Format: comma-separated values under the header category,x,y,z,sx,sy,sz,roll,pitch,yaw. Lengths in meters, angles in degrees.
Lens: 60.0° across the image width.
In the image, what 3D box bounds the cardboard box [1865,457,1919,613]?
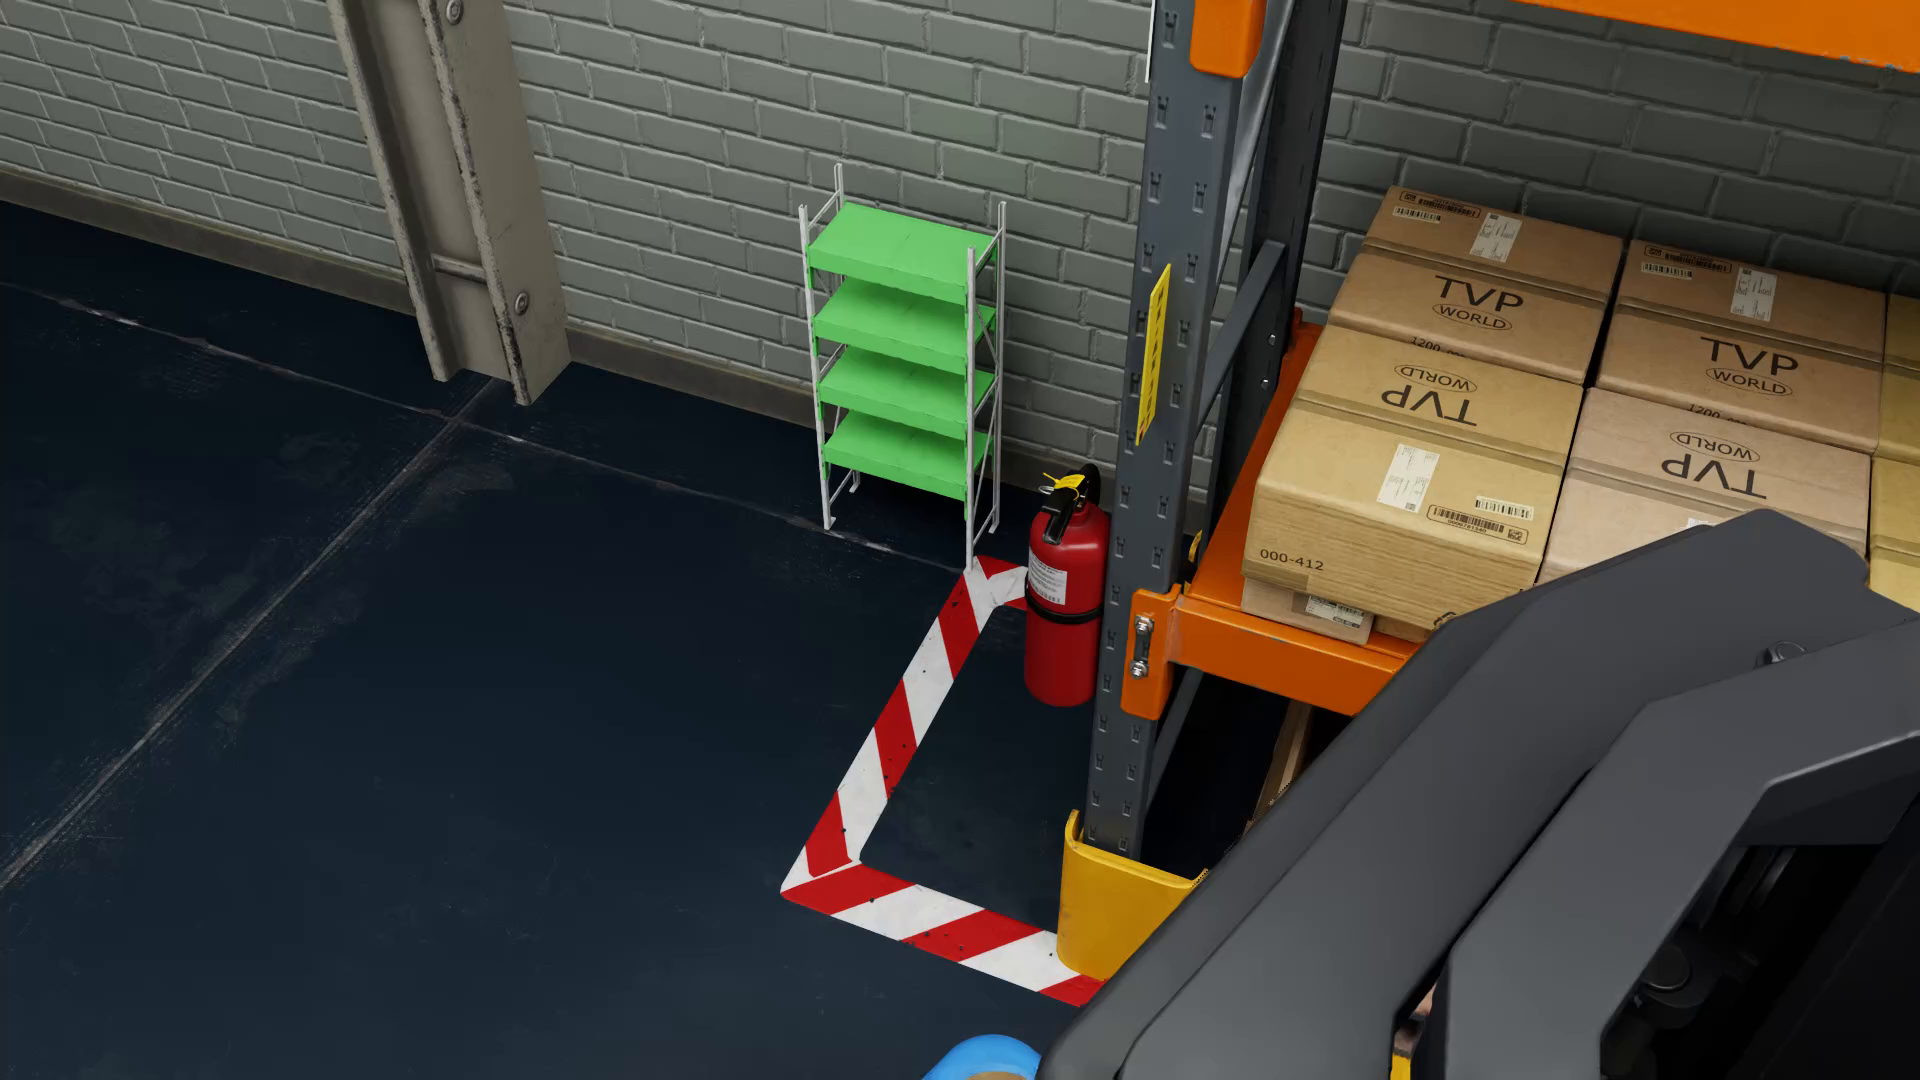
category,x,y,z,sx,sy,sz,roll,pitch,yaw
cardboard box,1.786,0.161,2.857,0.500,0.250,0.500,16,47,15

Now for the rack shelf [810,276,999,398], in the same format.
category,x,y,z,sx,sy,sz,roll,pitch,yaw
rack shelf,-0.153,-0.595,4.748,0.480,0.148,0.258,16,47,16

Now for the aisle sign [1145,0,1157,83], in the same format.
category,x,y,z,sx,sy,sz,roll,pitch,yaw
aisle sign,0.361,-1.106,2.392,0.004,0.787,0.394,16,47,16

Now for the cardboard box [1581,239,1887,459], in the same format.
category,x,y,z,sx,sy,sz,roll,pitch,yaw
cardboard box,1.539,-0.317,3.337,0.500,0.250,0.500,17,47,16

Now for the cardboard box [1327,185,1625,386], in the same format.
category,x,y,z,sx,sy,sz,roll,pitch,yaw
cardboard box,1.064,-0.457,3.478,0.500,0.250,0.500,18,48,17

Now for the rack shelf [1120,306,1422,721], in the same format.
category,x,y,z,sx,sy,sz,roll,pitch,yaw
rack shelf,2.383,0.441,3.190,4.000,0.370,1.077,16,47,16

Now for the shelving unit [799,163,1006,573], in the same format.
category,x,y,z,sx,sy,sz,roll,pitch,yaw
shelving unit,-0.153,-0.470,4.872,0.503,1.200,0.258,16,47,16

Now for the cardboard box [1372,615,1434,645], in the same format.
category,x,y,z,sx,sy,sz,roll,pitch,yaw
cardboard box,0.987,0.039,3.263,0.250,0.149,0.380,17,47,17

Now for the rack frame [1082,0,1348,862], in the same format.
category,x,y,z,sx,sy,sz,roll,pitch,yaw
rack frame,0.537,-0.357,3.482,0.127,3.000,1.000,16,47,16

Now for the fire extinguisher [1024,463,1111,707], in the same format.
category,x,y,z,sx,sy,sz,roll,pitch,yaw
fire extinguisher,0.223,0.063,3.379,0.183,0.674,0.296,16,47,16

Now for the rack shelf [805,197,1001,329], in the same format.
category,x,y,z,sx,sy,sz,roll,pitch,yaw
rack shelf,-0.153,-0.765,4.579,0.480,0.148,0.258,16,47,16

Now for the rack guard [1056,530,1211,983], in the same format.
category,x,y,z,sx,sy,sz,roll,pitch,yaw
rack guard,0.607,0.549,4.343,0.348,0.500,1.175,16,47,16

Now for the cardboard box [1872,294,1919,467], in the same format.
category,x,y,z,sx,sy,sz,roll,pitch,yaw
cardboard box,1.994,-0.179,3.199,0.500,0.250,0.500,18,48,17

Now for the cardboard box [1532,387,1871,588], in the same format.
category,x,y,z,sx,sy,sz,roll,pitch,yaw
cardboard box,1.317,0.026,2.993,0.500,0.250,0.500,17,47,16

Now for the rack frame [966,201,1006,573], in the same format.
category,x,y,z,sx,sy,sz,roll,pitch,yaw
rack frame,0.072,-0.404,4.805,0.015,1.200,0.240,16,47,16

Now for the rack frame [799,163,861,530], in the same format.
category,x,y,z,sx,sy,sz,roll,pitch,yaw
rack frame,-0.378,-0.537,4.939,0.015,1.200,0.240,16,47,16

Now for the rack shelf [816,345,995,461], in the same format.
category,x,y,z,sx,sy,sz,roll,pitch,yaw
rack shelf,-0.153,-0.425,4.917,0.480,0.148,0.258,16,47,16

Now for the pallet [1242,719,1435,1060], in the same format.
category,x,y,z,sx,sy,sz,roll,pitch,yaw
pallet,1.343,0.868,4.228,1.213,0.211,1.003,16,47,16

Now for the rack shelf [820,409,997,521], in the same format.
category,x,y,z,sx,sy,sz,roll,pitch,yaw
rack shelf,-0.153,-0.255,5.086,0.480,0.148,0.258,16,47,16

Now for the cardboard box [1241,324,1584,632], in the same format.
category,x,y,z,sx,sy,sz,roll,pitch,yaw
cardboard box,0.852,-0.111,3.130,0.500,0.250,0.500,17,47,16

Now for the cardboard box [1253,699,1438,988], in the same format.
category,x,y,z,sx,sy,sz,roll,pitch,yaw
cardboard box,1.065,0.607,3.986,0.637,0.503,0.797,15,47,14

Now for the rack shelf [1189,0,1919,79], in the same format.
category,x,y,z,sx,sy,sz,roll,pitch,yaw
rack shelf,2.383,-0.622,2.132,4.000,0.370,1.077,16,47,16

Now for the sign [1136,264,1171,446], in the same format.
category,x,y,z,sx,sy,sz,roll,pitch,yaw
sign,0.328,-0.311,2.822,0.005,0.325,0.100,16,47,16

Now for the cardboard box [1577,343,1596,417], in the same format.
category,x,y,z,sx,sy,sz,roll,pitch,yaw
cardboard box,1.434,-0.228,3.530,0.250,0.149,0.380,15,47,15

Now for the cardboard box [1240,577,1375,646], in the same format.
category,x,y,z,sx,sy,sz,roll,pitch,yaw
cardboard box,0.735,0.000,3.302,0.250,0.149,0.380,16,47,16
